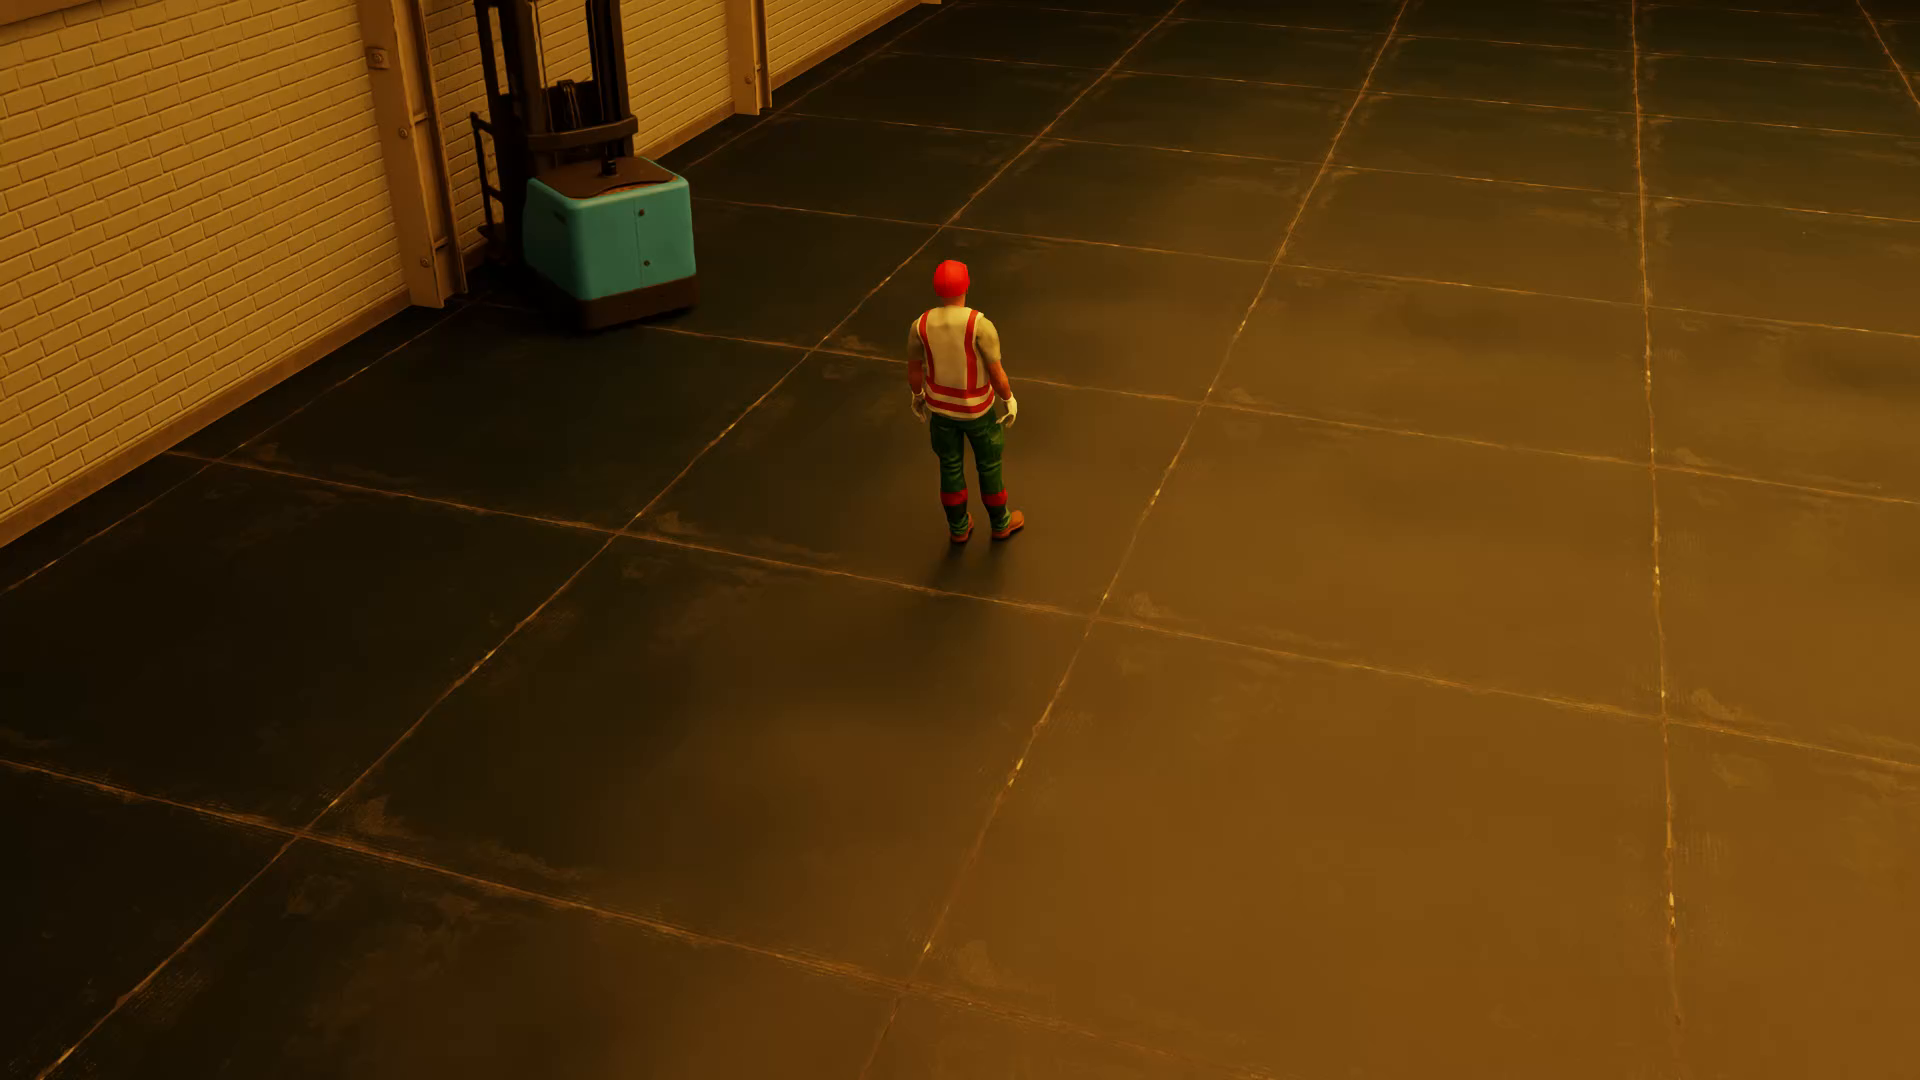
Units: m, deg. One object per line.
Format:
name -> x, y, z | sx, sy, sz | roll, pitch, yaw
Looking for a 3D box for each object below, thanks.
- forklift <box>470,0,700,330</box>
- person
forklift -> -3.353, -3.562, 13.385 | 1.130, 2.935, 3.031 | -20, 35, -31
person -> 0.038, -0.819, 9.711 | 0.637, 1.787, 0.564 | 10, 31, 16
